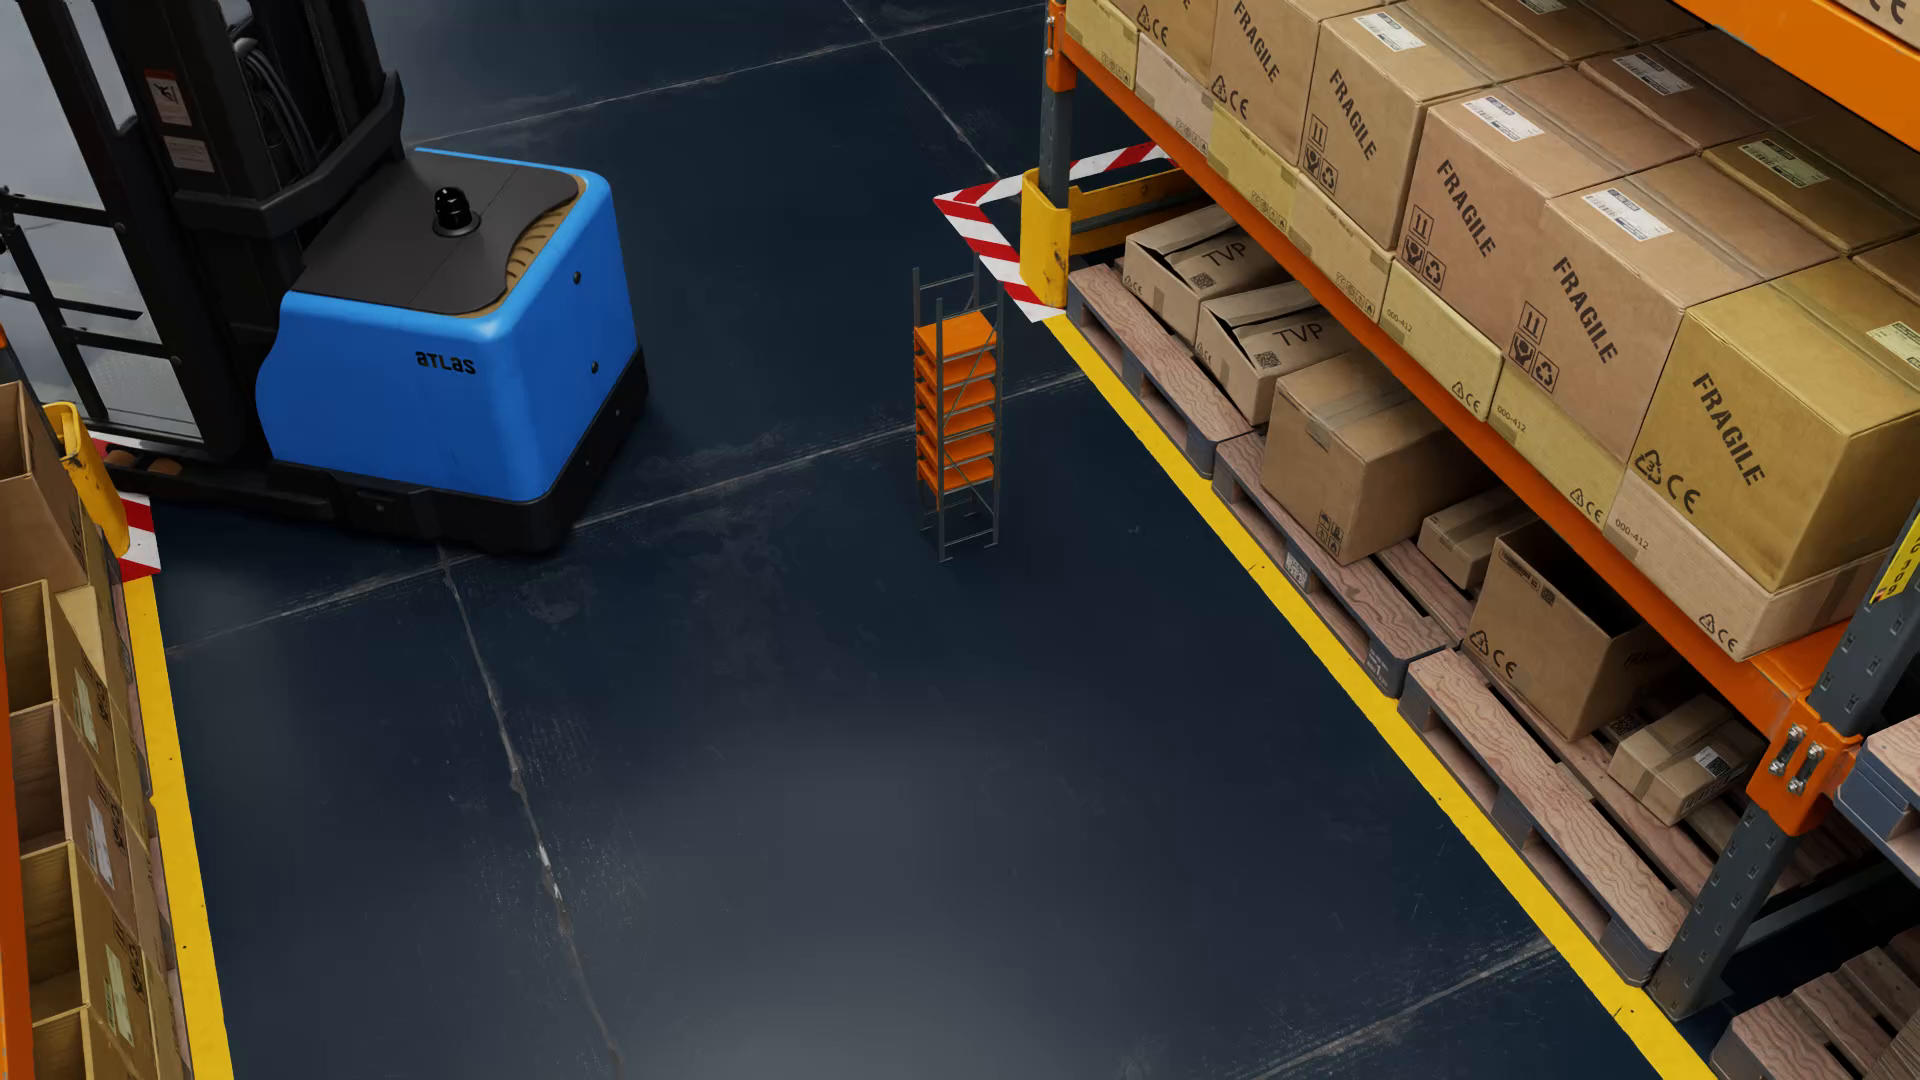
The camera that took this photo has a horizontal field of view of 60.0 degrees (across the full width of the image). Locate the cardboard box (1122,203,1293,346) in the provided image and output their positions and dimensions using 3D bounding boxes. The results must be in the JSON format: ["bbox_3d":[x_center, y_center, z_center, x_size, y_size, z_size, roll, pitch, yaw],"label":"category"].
[{"bbox_3d":[1.025,-1.130,6.861,0.500,0.311,0.500,-23,49,-22],"label":"cardboard box"}]

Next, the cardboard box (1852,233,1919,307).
[{"bbox_3d":[2.490,-0.431,4.110,0.500,0.500,0.500,-19,48,-18],"label":"cardboard box"}]

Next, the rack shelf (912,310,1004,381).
[{"bbox_3d":[-0.006,-0.661,5.616,0.258,0.103,0.180,-18,47,-17],"label":"rack shelf"}]

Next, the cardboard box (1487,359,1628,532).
[{"bbox_3d":[1.822,-0.335,4.547,0.500,0.250,0.500,-18,47,-17],"label":"cardboard box"}]

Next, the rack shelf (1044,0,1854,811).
[{"bbox_3d":[1.657,-0.868,5.506,1.077,0.370,4.000,-18,47,-17],"label":"rack shelf"}]

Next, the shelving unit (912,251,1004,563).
[{"bbox_3d":[-0.006,-0.436,5.838,0.258,1.200,0.189,-18,47,-17],"label":"shelving unit"}]

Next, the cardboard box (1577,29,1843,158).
[{"bbox_3d":[2.071,-1.081,4.769,0.500,0.500,0.500,-17,47,-16],"label":"cardboard box"}]

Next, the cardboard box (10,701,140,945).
[{"bbox_3d":[-2.539,0.835,4.393,0.500,0.500,0.500,-18,47,-17],"label":"cardboard box"}]

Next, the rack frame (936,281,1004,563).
[{"bbox_3d":[0.032,-0.378,5.779,0.240,1.200,0.006,-18,47,-17],"label":"rack frame"}]

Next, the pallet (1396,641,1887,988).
[{"bbox_3d":[2.183,0.726,5.364,1.003,0.211,1.213,-18,47,-17],"label":"pallet"}]

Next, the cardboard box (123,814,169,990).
[{"bbox_3d":[-2.542,1.103,4.655,0.500,0.250,0.500,-18,47,-17],"label":"cardboard box"}]

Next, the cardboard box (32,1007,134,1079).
[{"bbox_3d":[-2.123,1.474,3.745,0.500,0.500,0.500,-18,47,-17],"label":"cardboard box"}]

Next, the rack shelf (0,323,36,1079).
[{"bbox_3d":[-2.836,0.598,4.021,1.077,0.370,4.000,-18,47,-17],"label":"rack shelf"}]

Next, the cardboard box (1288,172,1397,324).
[{"bbox_3d":[1.384,-0.971,5.191,0.500,0.250,0.500,-18,47,-17],"label":"cardboard box"}]

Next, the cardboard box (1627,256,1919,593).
[{"bbox_3d":[2.018,-0.280,3.957,0.500,0.500,0.500,-18,47,-18],"label":"cardboard box"}]

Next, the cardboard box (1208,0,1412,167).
[{"bbox_3d":[1.154,-1.577,5.271,0.500,0.500,0.500,-20,48,-19],"label":"cardboard box"}]

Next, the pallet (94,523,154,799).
[{"bbox_3d":[-3.318,0.535,5.558,1.003,0.211,1.213,-18,47,-17],"label":"pallet"}]

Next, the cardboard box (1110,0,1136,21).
[{"bbox_3d":[0.744,-2.226,5.929,0.500,0.500,0.500,-18,47,-17],"label":"cardboard box"}]

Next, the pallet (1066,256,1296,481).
[{"bbox_3d":[1.157,-0.829,6.940,1.003,0.211,1.213,-18,47,-17],"label":"pallet"}]

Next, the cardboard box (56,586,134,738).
[{"bbox_3d":[-2.962,0.466,5.301,0.500,0.250,0.500,-18,47,-17],"label":"cardboard box"}]

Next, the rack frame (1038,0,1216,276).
[{"bbox_3d":[0.816,-2.398,6.545,1.000,3.000,0.127,-18,47,-17],"label":"rack frame"}]

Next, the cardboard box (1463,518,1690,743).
[{"bbox_3d":[2.025,0.234,5.343,0.500,0.500,0.500,-21,49,-20],"label":"cardboard box"}]

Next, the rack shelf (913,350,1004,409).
[{"bbox_3d":[-0.006,-0.576,5.701,0.258,0.103,0.180,-18,47,-17],"label":"rack shelf"}]

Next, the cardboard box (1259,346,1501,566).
[{"bbox_3d":[1.528,-0.352,5.938,0.700,0.500,0.500,-21,48,-20],"label":"cardboard box"}]

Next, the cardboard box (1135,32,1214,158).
[{"bbox_3d":[0.964,-1.621,5.849,0.500,0.250,0.500,-19,48,-19],"label":"cardboard box"}]

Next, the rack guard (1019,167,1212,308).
[{"bbox_3d":[0.848,-1.460,7.374,1.175,0.500,0.348,-18,47,-17],"label":"rack guard"}]

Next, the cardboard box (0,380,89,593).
[{"bbox_3d":[-3.182,-0.117,5.357,0.500,0.500,0.500,-18,47,-17],"label":"cardboard box"}]

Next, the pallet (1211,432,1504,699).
[{"bbox_3d":[1.666,-0.053,6.153,1.003,0.211,1.213,-18,47,-17],"label":"pallet"}]

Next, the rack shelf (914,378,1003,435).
[{"bbox_3d":[-0.006,-0.490,5.785,0.258,0.103,0.180,-18,47,-17],"label":"rack shelf"}]

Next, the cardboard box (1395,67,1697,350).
[{"bbox_3d":[1.601,-0.920,4.606,0.500,0.500,0.500,-19,48,-19],"label":"cardboard box"}]

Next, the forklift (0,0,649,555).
[{"bbox_3d":[-2.837,-1.544,5.728,3.031,2.935,1.130,10,45,10],"label":"forklift"}]
